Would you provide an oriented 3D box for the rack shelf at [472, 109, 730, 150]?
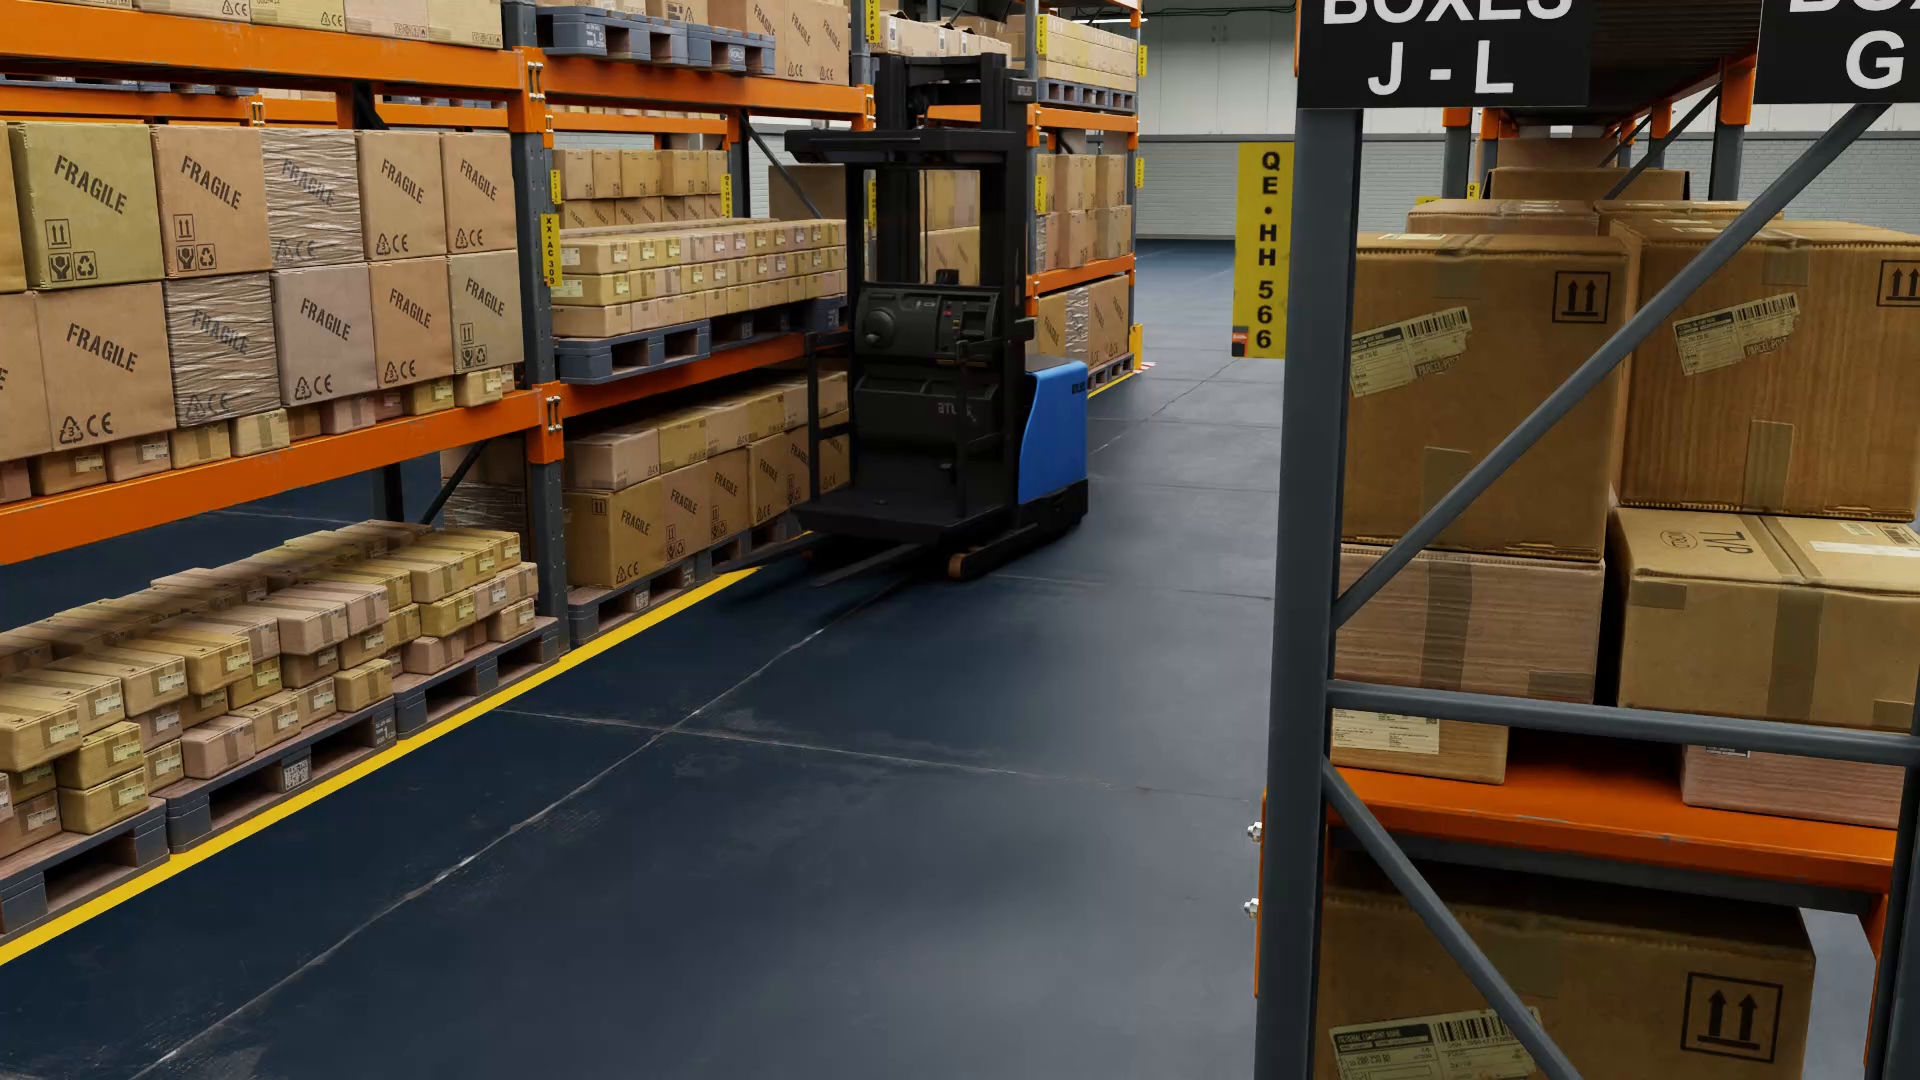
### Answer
[{"bbox_3d":[-3.867,-4.491,18.300,1.077,0.370,4.000,4,14,18],"label":"rack shelf"}]

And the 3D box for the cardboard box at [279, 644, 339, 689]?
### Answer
[{"bbox_3d":[-2.677,0.462,6.519,0.380,0.149,0.250,4,13,16],"label":"cardboard box"}]

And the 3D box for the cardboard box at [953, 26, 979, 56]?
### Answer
[{"bbox_3d":[-0.157,-3.911,13.173,0.500,0.311,0.500,4,13,16],"label":"cardboard box"}]

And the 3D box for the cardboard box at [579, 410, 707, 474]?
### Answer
[{"bbox_3d":[-1.728,-0.540,9.099,0.500,0.250,0.500,5,14,20],"label":"cardboard box"}]

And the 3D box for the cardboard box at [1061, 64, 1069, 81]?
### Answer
[{"bbox_3d":[0.805,-4.376,15.575,0.380,0.149,0.250,4,14,18],"label":"cardboard box"}]

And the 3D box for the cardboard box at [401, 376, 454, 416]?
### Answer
[{"bbox_3d":[-2.381,-0.625,7.052,0.380,0.149,0.250,5,14,21],"label":"cardboard box"}]

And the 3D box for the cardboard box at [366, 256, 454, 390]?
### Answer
[{"bbox_3d":[-2.445,-0.901,6.803,0.500,0.500,0.500,4,13,17],"label":"cardboard box"}]

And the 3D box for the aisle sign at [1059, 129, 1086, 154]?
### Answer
[{"bbox_3d":[1.235,-4.770,18.802,0.394,0.787,0.004,4,14,18],"label":"aisle sign"}]

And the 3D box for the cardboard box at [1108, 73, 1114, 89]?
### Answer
[{"bbox_3d":[1.380,-4.750,17.214,0.380,0.149,0.250,4,13,18],"label":"cardboard box"}]

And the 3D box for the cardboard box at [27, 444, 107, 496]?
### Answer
[{"bbox_3d":[-3.020,-0.248,5.398,0.380,0.149,0.250,4,14,18],"label":"cardboard box"}]

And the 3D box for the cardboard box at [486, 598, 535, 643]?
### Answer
[{"bbox_3d":[-2.191,0.353,7.662,0.380,0.149,0.250,5,14,19],"label":"cardboard box"}]

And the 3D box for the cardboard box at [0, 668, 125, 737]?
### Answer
[{"bbox_3d":[-3.010,0.544,5.491,0.380,0.149,0.250,4,13,16],"label":"cardboard box"}]

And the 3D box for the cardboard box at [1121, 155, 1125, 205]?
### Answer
[{"bbox_3d":[1.339,-3.990,18.464,0.875,0.550,0.550,4,14,18],"label":"cardboard box"}]

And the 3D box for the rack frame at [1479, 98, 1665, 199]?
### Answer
[{"bbox_3d":[3.568,-1.403,9.893,1.000,3.000,0.127,4,14,18],"label":"rack frame"}]

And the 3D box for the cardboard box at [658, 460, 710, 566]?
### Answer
[{"bbox_3d":[-1.727,-0.173,9.179,0.500,0.500,0.500,5,14,21],"label":"cardboard box"}]

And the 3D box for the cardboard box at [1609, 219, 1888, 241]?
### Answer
[{"bbox_3d":[1.714,-0.452,3.712,0.500,0.500,0.500,4,13,17],"label":"cardboard box"}]

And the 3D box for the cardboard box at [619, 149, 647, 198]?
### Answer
[{"bbox_3d":[-3.793,-3.927,17.810,0.700,0.500,0.500,4,13,17],"label":"cardboard box"}]

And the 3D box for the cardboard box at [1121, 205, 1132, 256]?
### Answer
[{"bbox_3d":[1.419,-3.457,18.557,0.875,0.550,0.550,4,14,18],"label":"cardboard box"}]

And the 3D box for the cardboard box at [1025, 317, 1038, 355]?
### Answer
[{"bbox_3d":[0.086,-1.594,14.843,1.050,0.750,0.750,4,14,18],"label":"cardboard box"}]

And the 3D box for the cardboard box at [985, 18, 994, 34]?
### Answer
[{"bbox_3d":[0.101,-4.759,15.460,0.380,0.149,0.250,4,14,18],"label":"cardboard box"}]

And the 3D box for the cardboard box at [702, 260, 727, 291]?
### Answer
[{"bbox_3d":[-1.490,-1.437,8.995,0.380,0.149,0.250,5,14,21],"label":"cardboard box"}]

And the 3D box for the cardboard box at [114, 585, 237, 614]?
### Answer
[{"bbox_3d":[-3.107,0.292,6.594,0.380,0.149,0.250,4,13,16],"label":"cardboard box"}]

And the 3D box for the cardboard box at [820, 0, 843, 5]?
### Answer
[{"bbox_3d":[-0.977,-3.562,10.666,0.396,0.266,0.258,4,14,18],"label":"cardboard box"}]

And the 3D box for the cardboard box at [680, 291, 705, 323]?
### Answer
[{"bbox_3d":[-1.573,-1.235,8.779,0.380,0.149,0.250,4,14,19],"label":"cardboard box"}]

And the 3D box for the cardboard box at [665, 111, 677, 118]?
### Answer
[{"bbox_3d":[-3.420,-4.833,18.744,0.380,0.149,0.250,4,14,18],"label":"cardboard box"}]

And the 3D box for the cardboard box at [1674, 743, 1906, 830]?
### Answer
[{"bbox_3d":[1.407,0.353,2.765,0.380,0.149,0.250,5,14,19],"label":"cardboard box"}]

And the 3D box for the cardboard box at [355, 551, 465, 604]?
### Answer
[{"bbox_3d":[-2.374,0.159,7.175,0.380,0.149,0.250,4,14,18],"label":"cardboard box"}]

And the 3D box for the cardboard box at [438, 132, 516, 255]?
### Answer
[{"bbox_3d":[-2.283,-1.502,7.187,0.500,0.500,0.500,4,13,16],"label":"cardboard box"}]

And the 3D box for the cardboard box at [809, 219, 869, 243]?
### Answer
[{"bbox_3d":[-0.817,-2.017,10.869,0.380,0.149,0.250,4,13,16],"label":"cardboard box"}]

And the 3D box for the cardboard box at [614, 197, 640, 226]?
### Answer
[{"bbox_3d":[-3.793,-3.437,17.912,0.500,0.500,0.500,4,14,18],"label":"cardboard box"}]

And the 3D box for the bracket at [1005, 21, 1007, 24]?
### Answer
[{"bbox_3d":[1.756,-15.508,50.122,0.076,0.066,3.189,4,14,18],"label":"bracket"}]

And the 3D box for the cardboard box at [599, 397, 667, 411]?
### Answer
[{"bbox_3d":[-2.048,-0.685,9.738,0.500,0.250,0.500,4,13,16],"label":"cardboard box"}]

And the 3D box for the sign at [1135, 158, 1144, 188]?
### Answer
[{"bbox_3d":[2.005,-4.104,18.592,0.100,0.325,0.005,4,14,18],"label":"sign"}]

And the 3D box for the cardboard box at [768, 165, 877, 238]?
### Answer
[{"bbox_3d":[-0.938,-2.411,11.839,0.700,0.500,0.500,4,14,18],"label":"cardboard box"}]

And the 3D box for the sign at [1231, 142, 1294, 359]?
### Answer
[{"bbox_3d":[0.471,-0.440,2.542,0.100,0.325,0.005,4,14,18],"label":"sign"}]

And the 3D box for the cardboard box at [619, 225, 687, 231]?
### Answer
[{"bbox_3d":[-1.849,-1.793,9.888,0.380,0.149,0.250,5,14,20],"label":"cardboard box"}]

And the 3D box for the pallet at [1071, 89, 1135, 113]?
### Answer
[{"bbox_3d":[1.266,-4.728,17.919,1.003,0.211,1.213,4,14,18],"label":"pallet"}]

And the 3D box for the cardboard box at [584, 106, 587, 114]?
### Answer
[{"bbox_3d":[-4.068,-4.458,17.101,0.380,0.149,0.250,4,14,18],"label":"cardboard box"}]

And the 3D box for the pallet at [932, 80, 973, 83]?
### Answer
[{"bbox_3d":[-0.575,-3.527,12.881,1.003,0.211,1.213,5,14,21],"label":"pallet"}]

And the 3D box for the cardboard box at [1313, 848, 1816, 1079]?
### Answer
[{"bbox_3d":[1.111,0.972,3.318,0.875,0.875,0.875,4,14,18],"label":"cardboard box"}]

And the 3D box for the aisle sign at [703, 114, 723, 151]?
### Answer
[{"bbox_3d":[-2.926,-5.060,20.075,0.394,0.787,0.004,4,14,18],"label":"aisle sign"}]

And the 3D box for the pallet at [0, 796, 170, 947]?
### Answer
[{"bbox_3d":[-3.360,1.078,5.290,1.003,0.211,1.213,4,14,18],"label":"pallet"}]

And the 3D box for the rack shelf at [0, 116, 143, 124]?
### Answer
[{"bbox_3d":[-9.860,-4.006,16.173,1.077,0.370,4.000,4,14,18],"label":"rack shelf"}]

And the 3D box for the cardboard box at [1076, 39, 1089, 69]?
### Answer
[{"bbox_3d":[0.950,-4.707,16.127,0.500,0.250,0.500,4,14,18],"label":"cardboard box"}]

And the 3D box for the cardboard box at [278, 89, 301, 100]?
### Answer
[{"bbox_3d":[-5.463,-3.621,13.173,0.396,0.266,0.258,4,14,18],"label":"cardboard box"}]

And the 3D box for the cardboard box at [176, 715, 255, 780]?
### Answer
[{"bbox_3d":[-2.786,0.735,5.991,0.380,0.149,0.250,4,13,16],"label":"cardboard box"}]

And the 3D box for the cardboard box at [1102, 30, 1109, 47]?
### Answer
[{"bbox_3d":[1.296,-5.085,16.888,0.380,0.149,0.250,4,13,18],"label":"cardboard box"}]

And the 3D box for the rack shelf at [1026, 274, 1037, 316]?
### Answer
[{"bbox_3d":[-0.445,-1.852,13.476,1.077,0.370,4.000,4,14,18],"label":"rack shelf"}]

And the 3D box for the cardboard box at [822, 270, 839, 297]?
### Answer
[{"bbox_3d":[-0.982,-1.620,10.466,0.380,0.149,0.250,5,14,19],"label":"cardboard box"}]

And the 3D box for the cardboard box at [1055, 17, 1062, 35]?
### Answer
[{"bbox_3d":[0.723,-4.712,15.253,0.380,0.149,0.250,4,14,18],"label":"cardboard box"}]

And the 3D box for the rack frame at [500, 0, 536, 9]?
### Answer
[{"bbox_3d":[-2.387,-3.864,7.193,1.000,3.000,0.127,4,14,18],"label":"rack frame"}]

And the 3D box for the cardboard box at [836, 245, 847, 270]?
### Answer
[{"bbox_3d":[-0.906,-1.815,10.653,0.380,0.149,0.250,5,14,21],"label":"cardboard box"}]

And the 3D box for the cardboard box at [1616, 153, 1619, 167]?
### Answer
[{"bbox_3d":[5.249,-3.003,13.762,0.500,0.500,0.500,4,14,18],"label":"cardboard box"}]

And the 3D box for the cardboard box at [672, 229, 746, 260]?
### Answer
[{"bbox_3d":[-1.406,-1.633,9.187,0.380,0.149,0.250,5,14,20],"label":"cardboard box"}]

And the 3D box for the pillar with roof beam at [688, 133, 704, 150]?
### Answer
[{"bbox_3d":[-1.040,-9.217,30.648,9.100,9.000,0.400,4,14,18],"label":"pillar with roof beam"}]

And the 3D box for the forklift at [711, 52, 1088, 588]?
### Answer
[{"bbox_3d":[-0.301,-1.306,9.623,1.130,2.935,3.031,7,15,27],"label":"forklift"}]
